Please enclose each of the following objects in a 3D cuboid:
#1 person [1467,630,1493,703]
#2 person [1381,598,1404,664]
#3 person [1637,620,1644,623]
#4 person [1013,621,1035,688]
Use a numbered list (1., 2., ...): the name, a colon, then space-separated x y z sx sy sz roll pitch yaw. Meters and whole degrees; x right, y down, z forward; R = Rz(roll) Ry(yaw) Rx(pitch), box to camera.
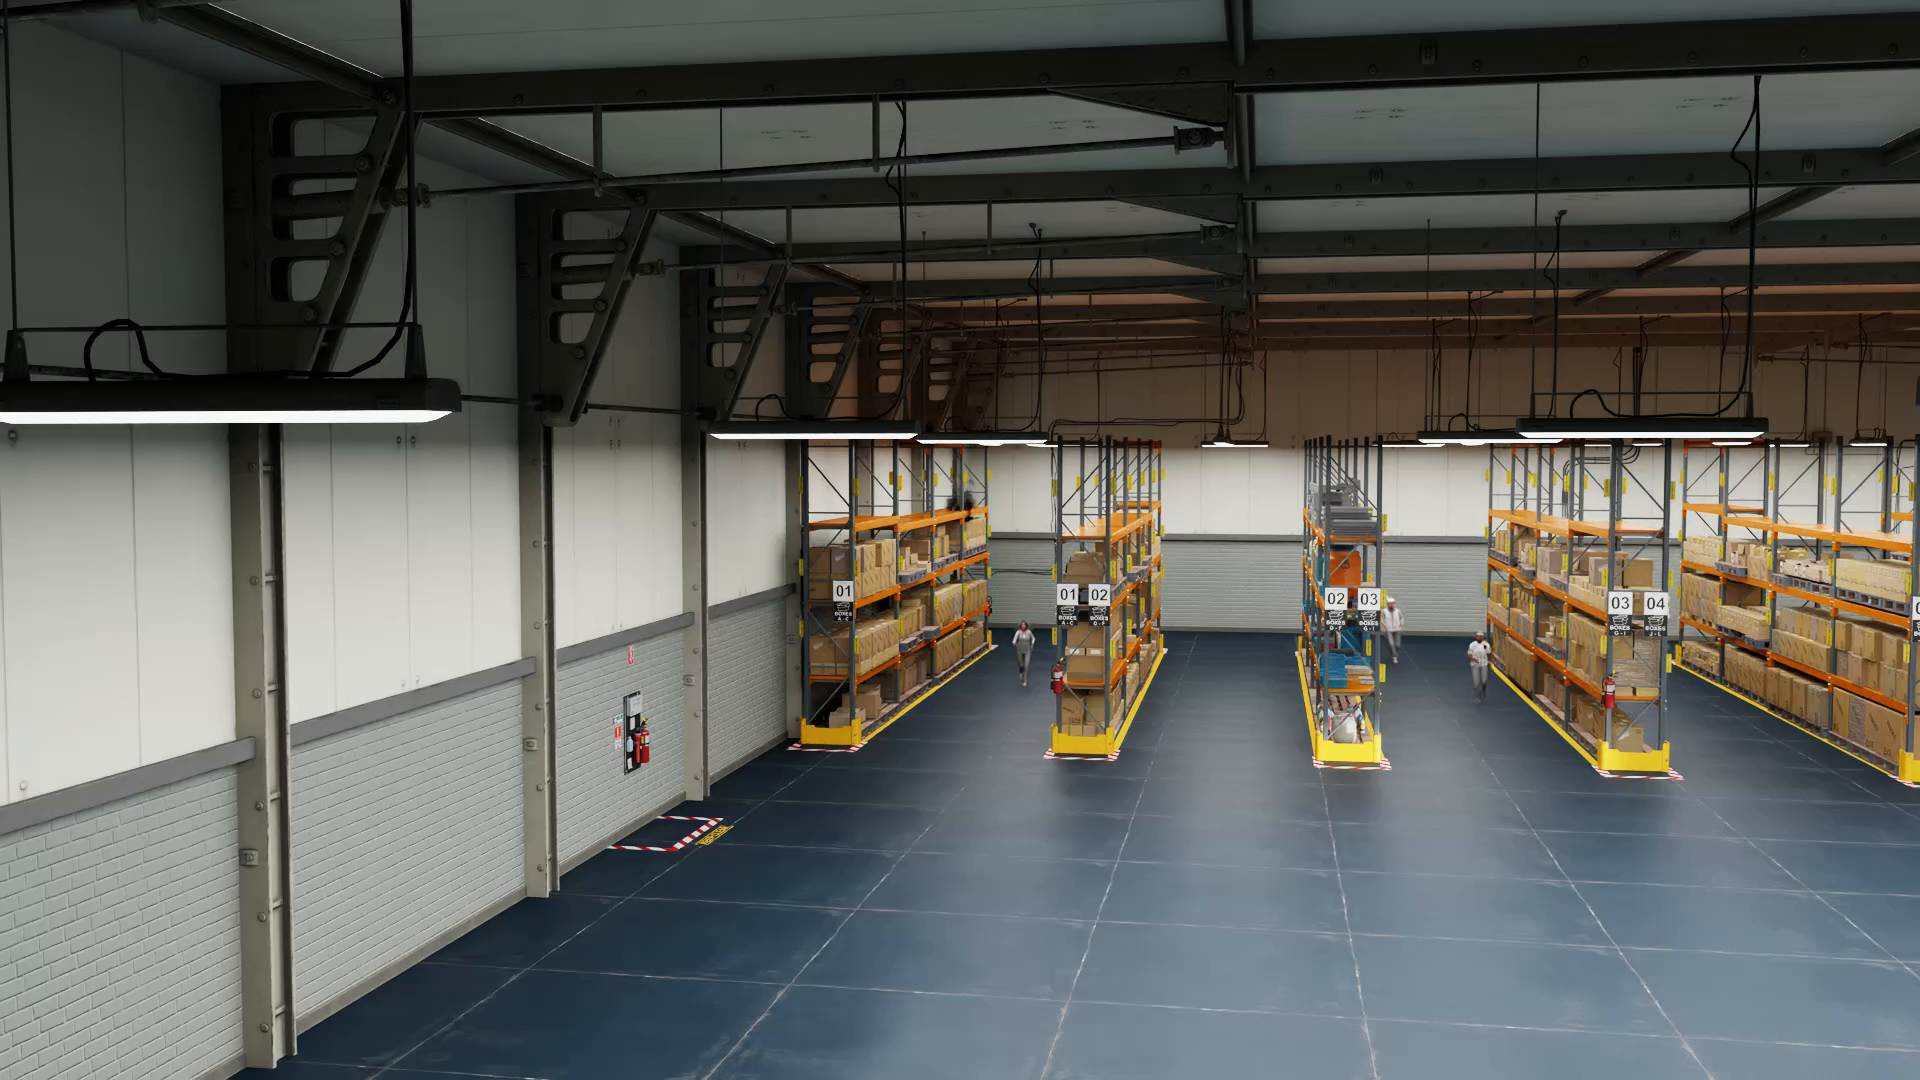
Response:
1. person: 11.759 2.861 37.626 0.539 1.661 0.548 1 3 13
2. person: 11.648 2.439 44.902 0.677 1.748 0.718 0 3 4
3. person: 18.605 2.417 45.685 0.743 1.692 0.777 0 3 -3
4. person: 1.548 2.747 40.369 0.542 1.591 0.839 0 3 2
